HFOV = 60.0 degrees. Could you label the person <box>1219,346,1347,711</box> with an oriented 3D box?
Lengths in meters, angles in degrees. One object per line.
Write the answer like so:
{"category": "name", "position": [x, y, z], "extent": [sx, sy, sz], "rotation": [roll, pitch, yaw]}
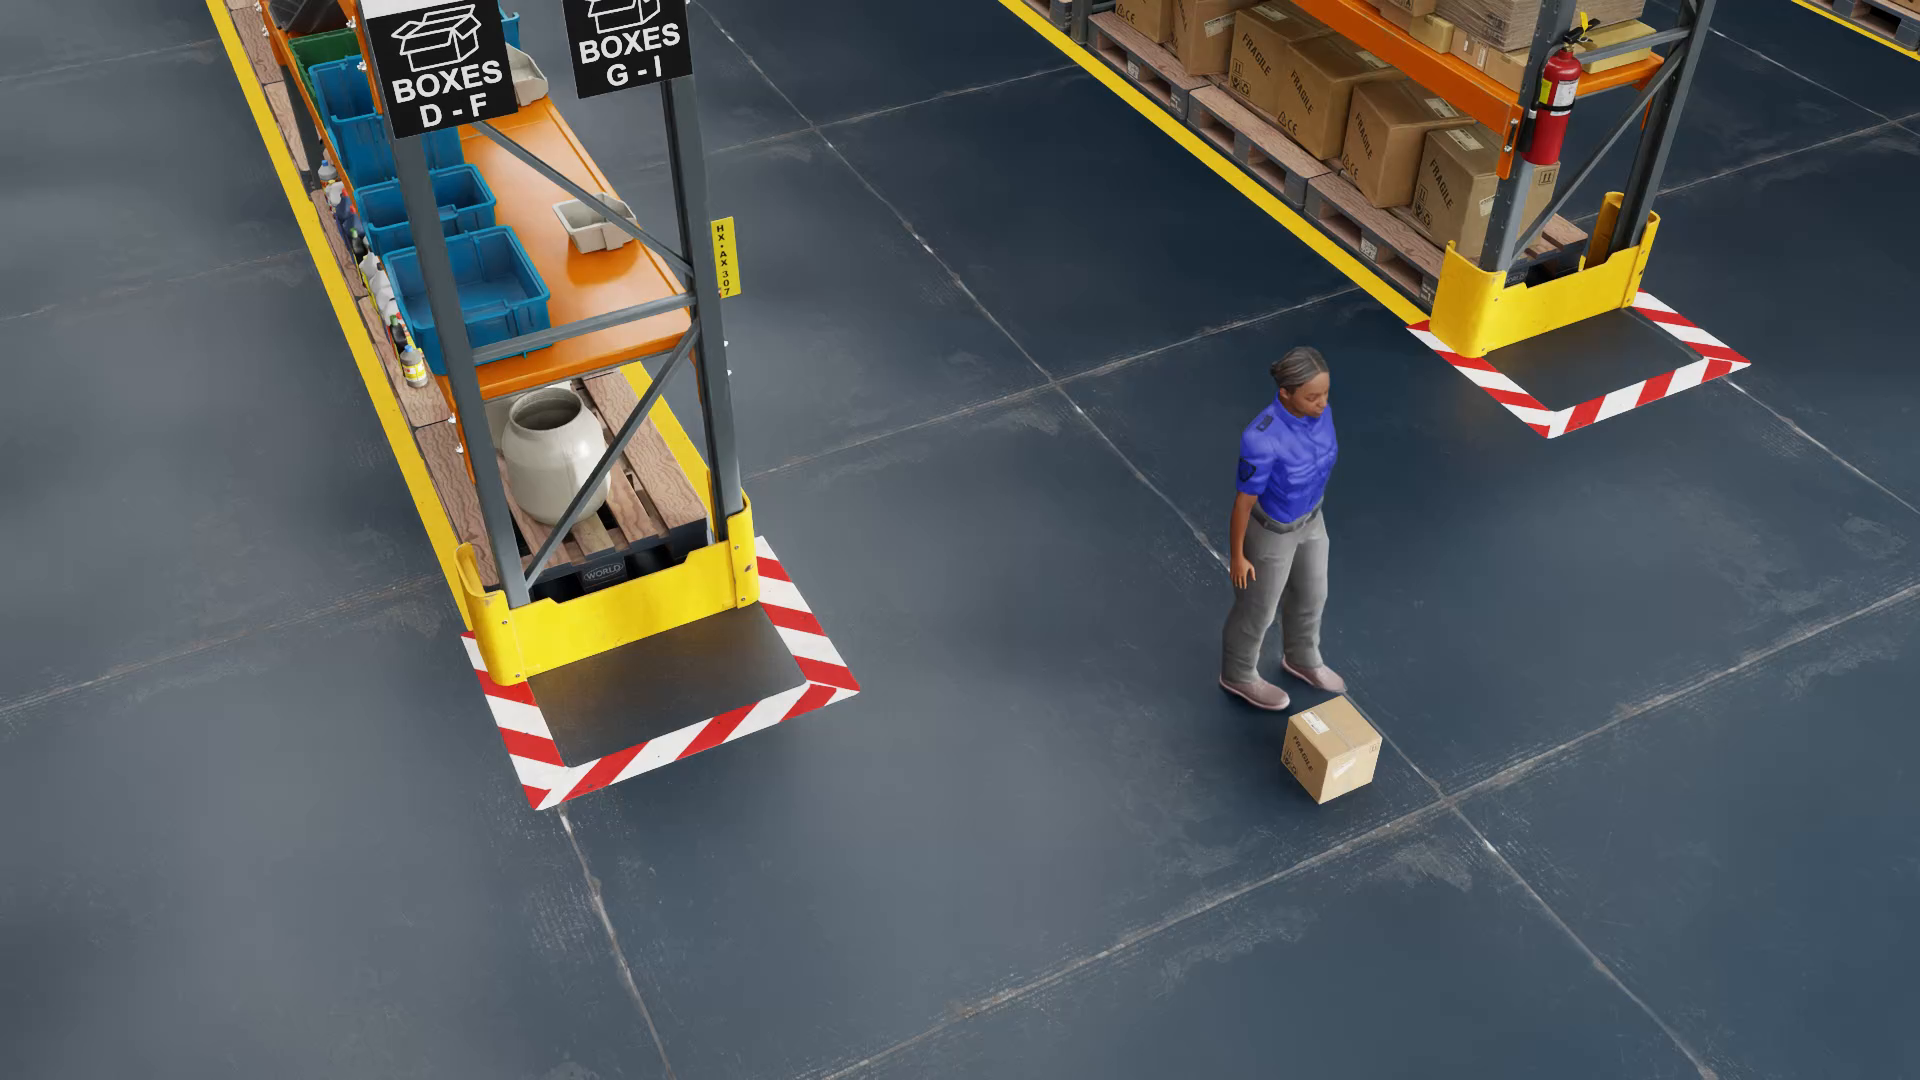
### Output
{"category": "person", "position": [1.258, 0.006, 6.176], "extent": [0.434, 1.707, 0.530], "rotation": [32, 51, 31]}
